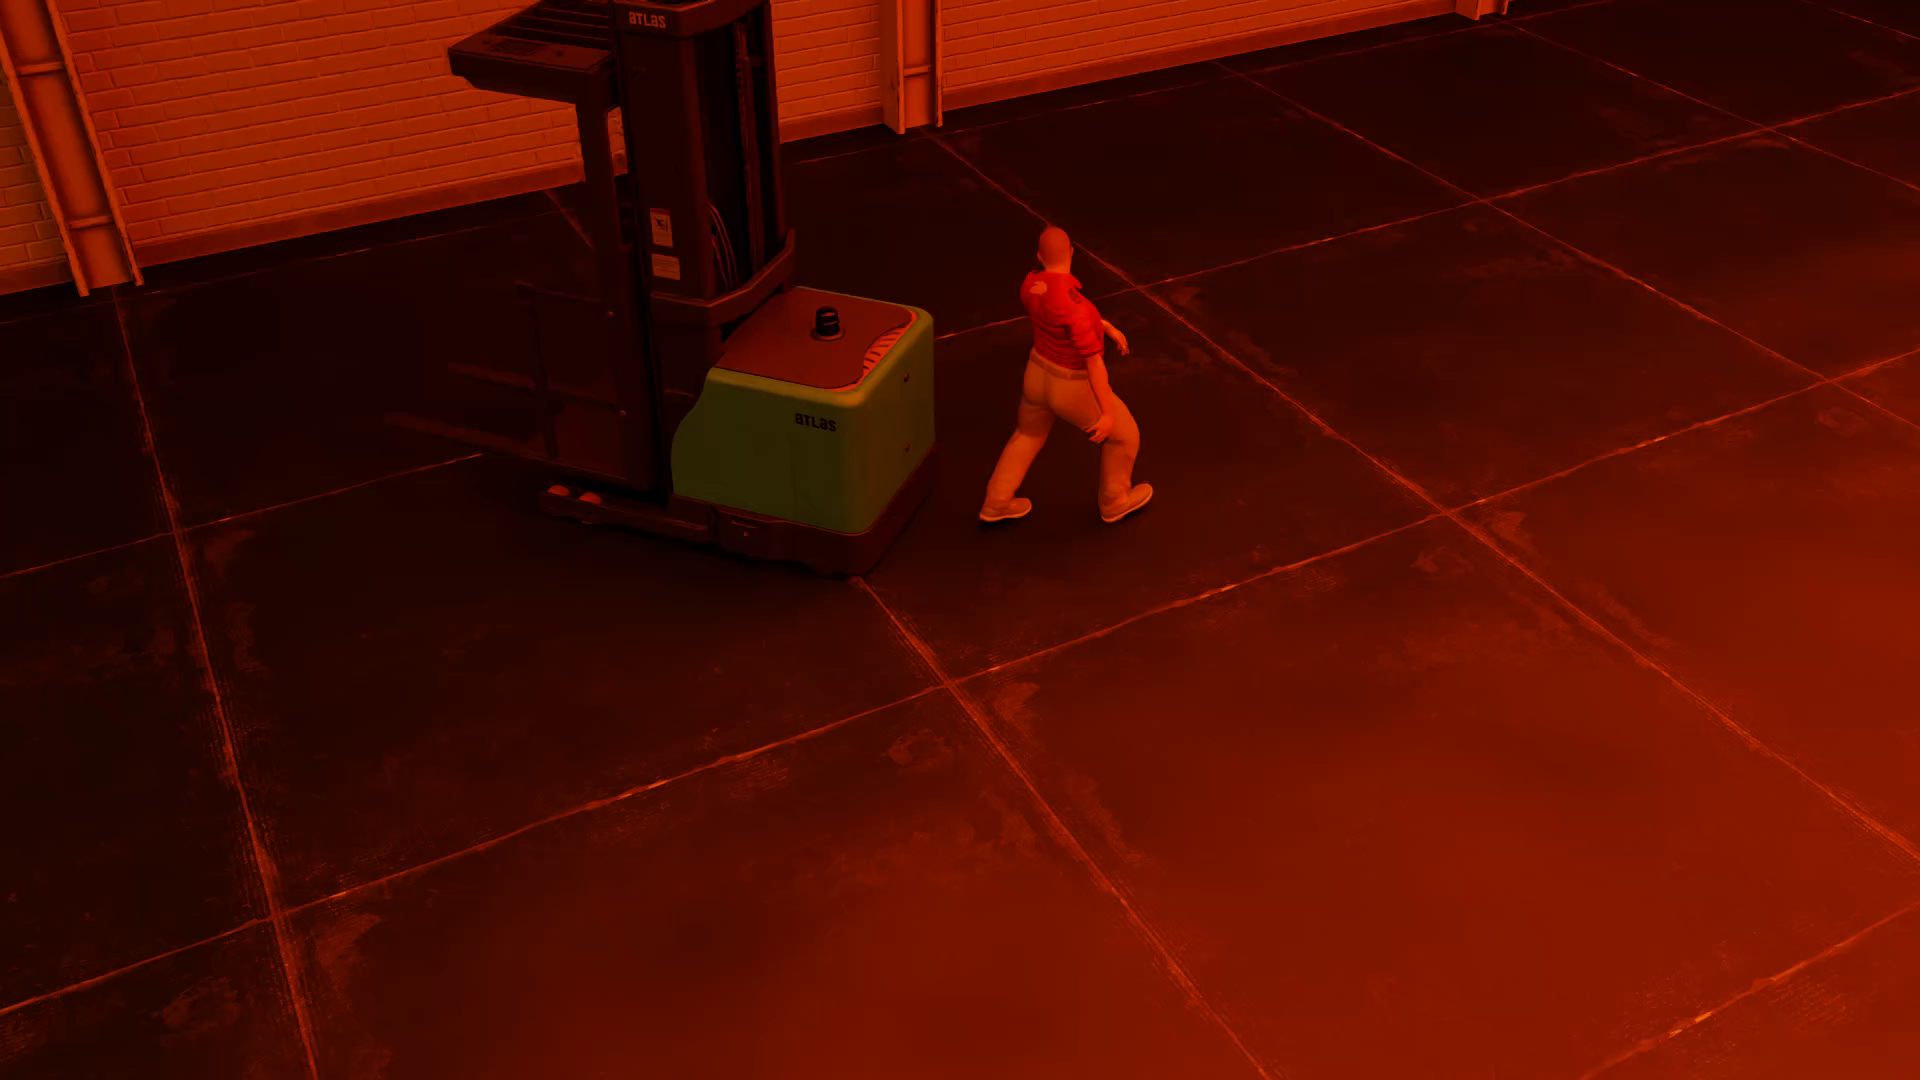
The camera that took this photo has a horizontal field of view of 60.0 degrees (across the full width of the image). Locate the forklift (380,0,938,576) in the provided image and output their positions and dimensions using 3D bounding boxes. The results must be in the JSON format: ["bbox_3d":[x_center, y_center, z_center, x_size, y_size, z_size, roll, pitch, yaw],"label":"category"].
[{"bbox_3d":[-1.690,-1.548,8.313,3.031,2.935,1.130,13,37,17],"label":"forklift"}]

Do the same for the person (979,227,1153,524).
[{"bbox_3d":[0.583,-0.788,8.369,0.830,1.639,0.707,-27,43,-33],"label":"person"}]
